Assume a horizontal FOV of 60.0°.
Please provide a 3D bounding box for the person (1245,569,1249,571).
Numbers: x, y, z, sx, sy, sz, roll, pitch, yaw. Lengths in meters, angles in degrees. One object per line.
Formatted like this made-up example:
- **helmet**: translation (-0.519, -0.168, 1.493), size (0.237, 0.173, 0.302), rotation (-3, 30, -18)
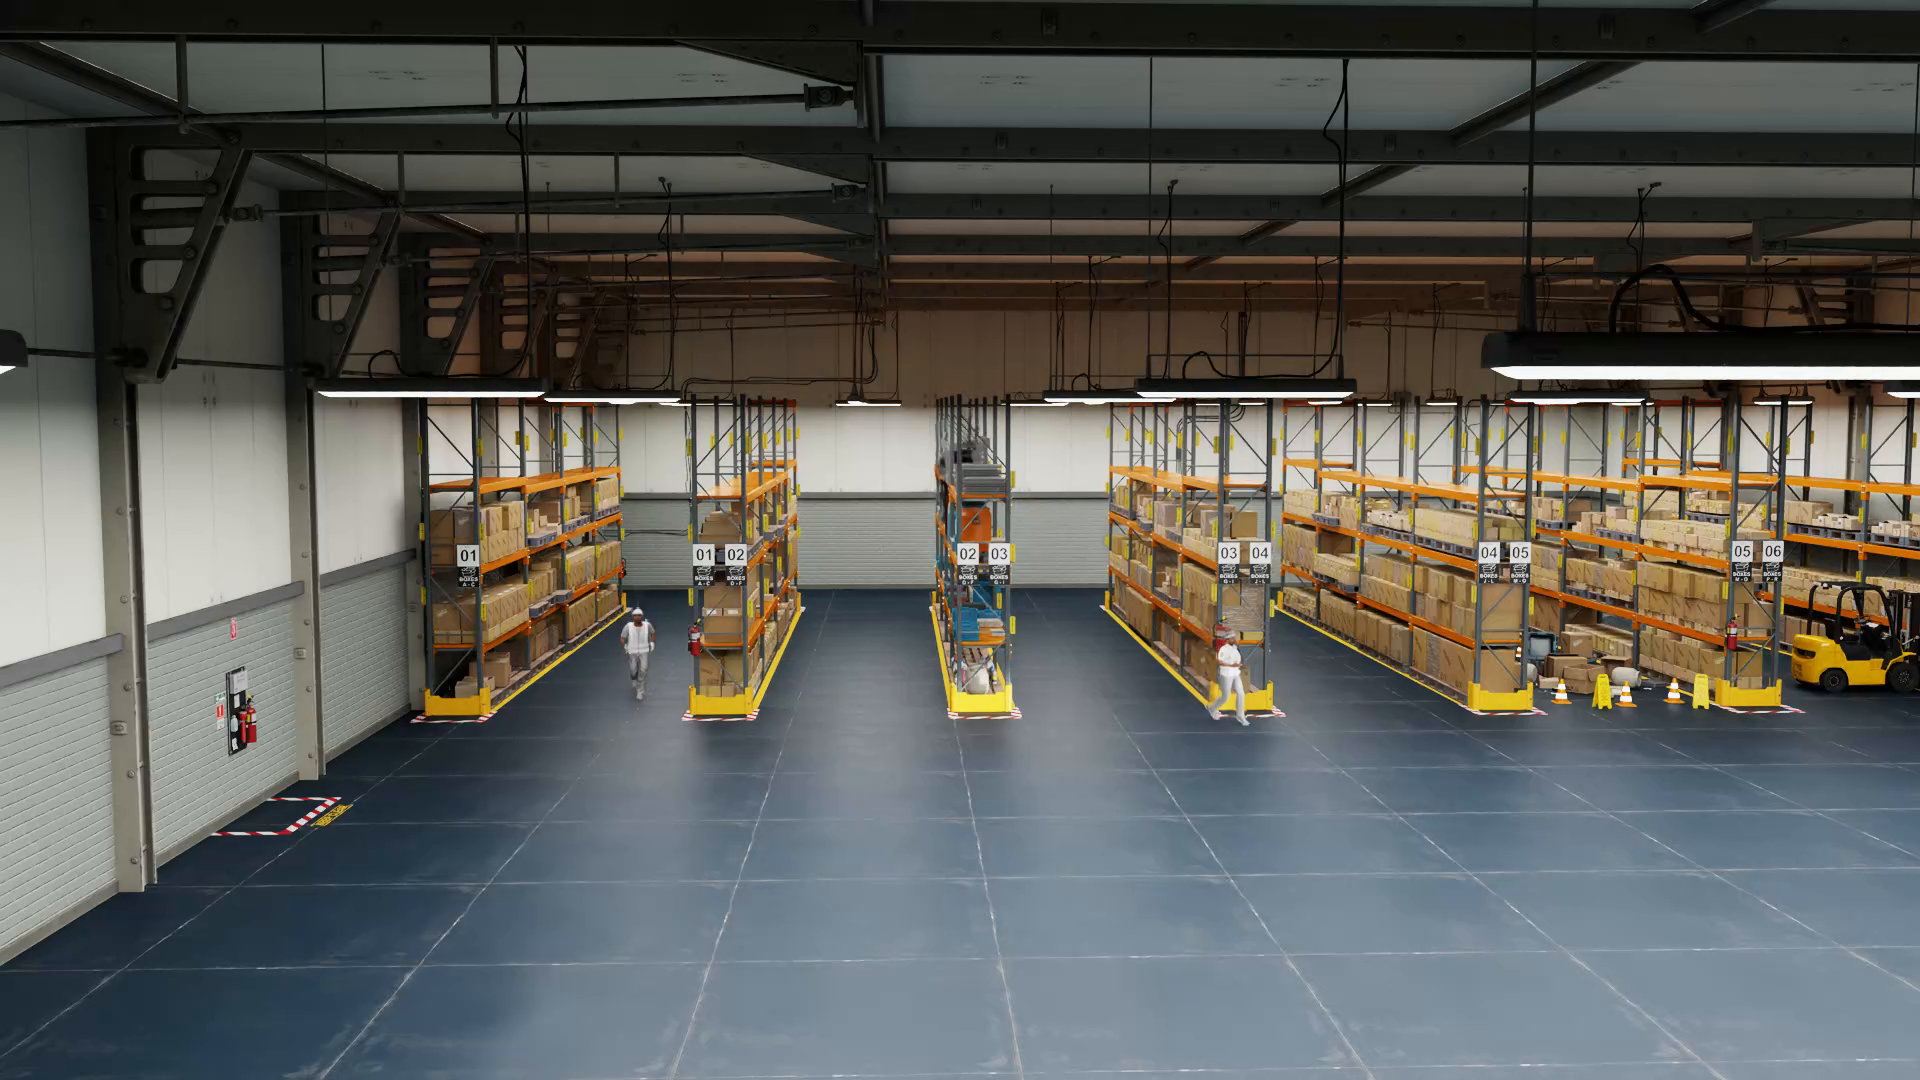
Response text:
- **person**: translation (8.191, 1.051, 48.354), size (0.946, 1.755, 0.761), rotation (-4, 6, -44)

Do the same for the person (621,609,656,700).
- **person**: translation (-6.400, 2.252, 33.111), size (0.694, 1.780, 0.841), rotation (-1, 5, -13)

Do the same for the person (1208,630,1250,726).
- **person**: translation (4.891, 2.492, 30.287), size (0.587, 1.725, 0.828), rotation (-4, 6, -41)
